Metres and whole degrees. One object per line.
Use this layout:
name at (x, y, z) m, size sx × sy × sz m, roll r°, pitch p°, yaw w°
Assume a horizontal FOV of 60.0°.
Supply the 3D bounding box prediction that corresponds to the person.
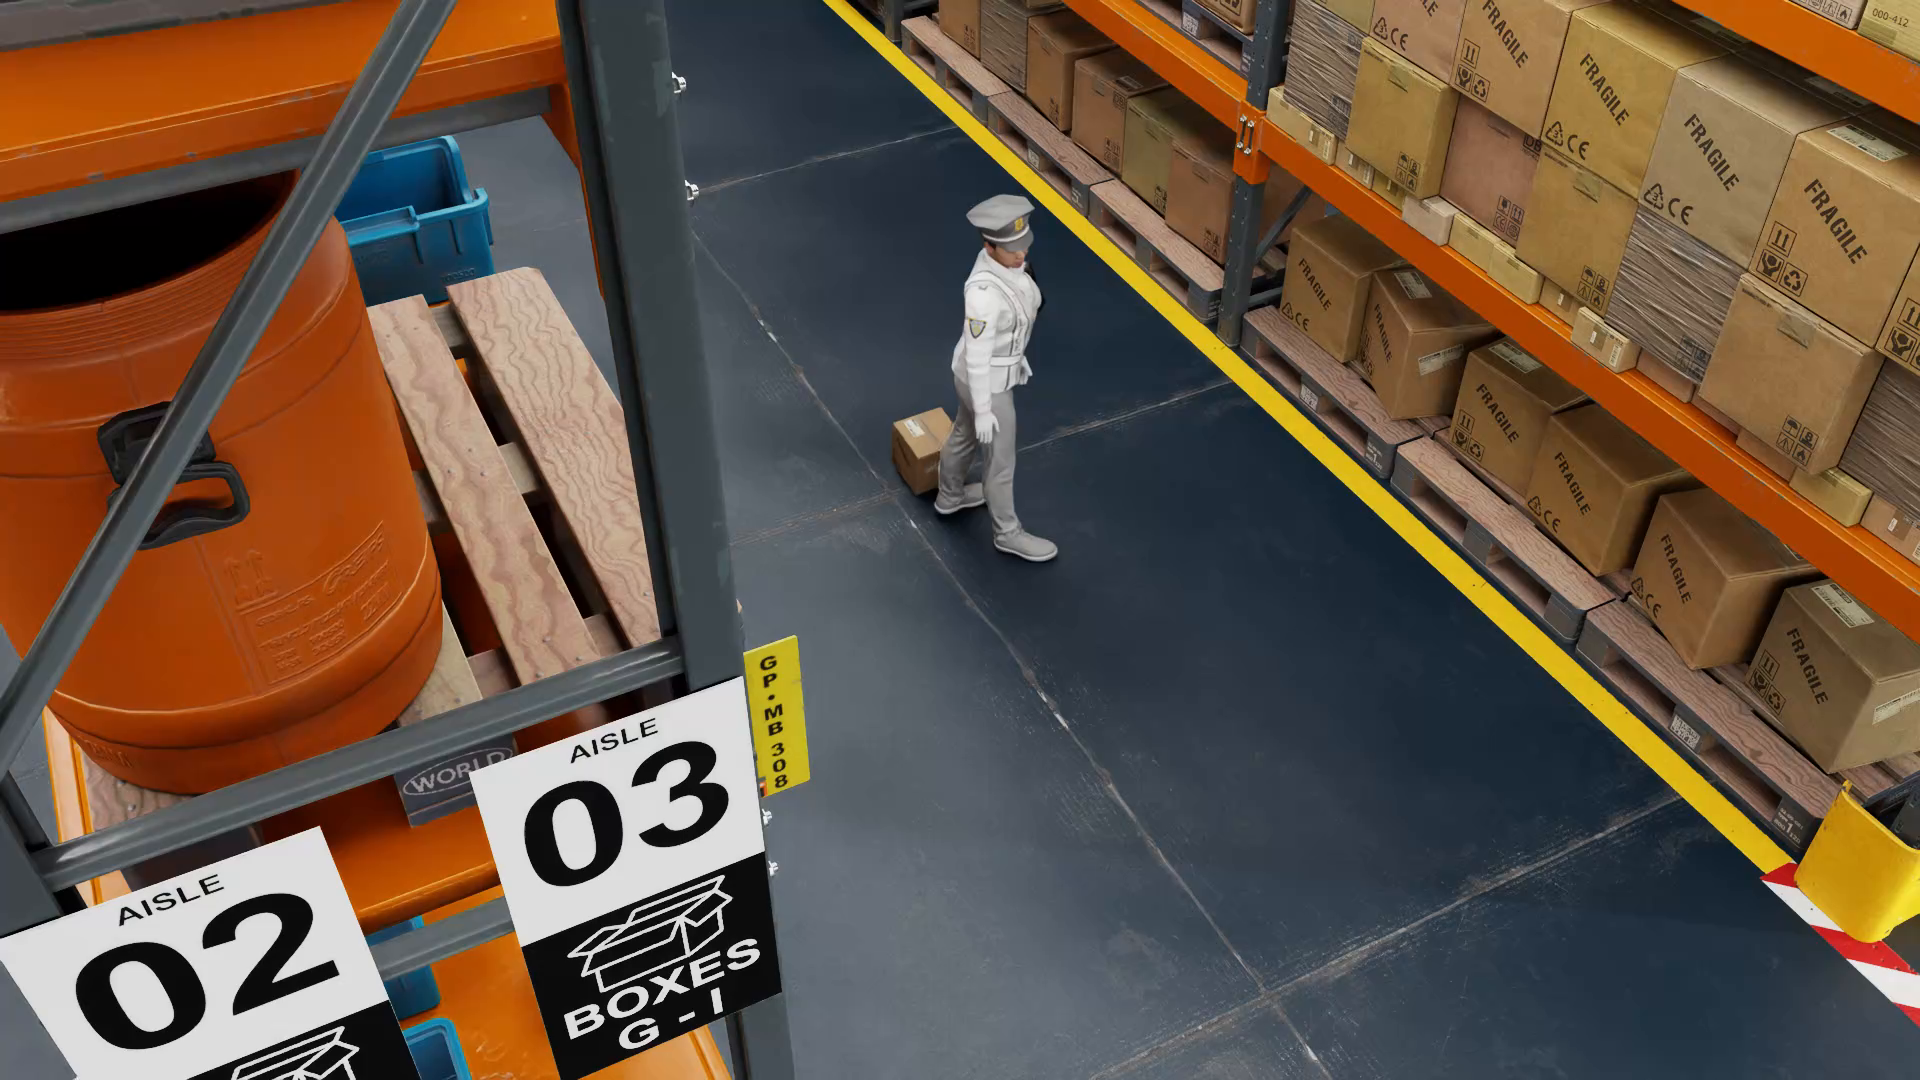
person at (0.161, -0.668, 6.882) m, size 0.582 × 1.656 × 0.529 m, roll 6°, pitch 42°, yaw 6°
